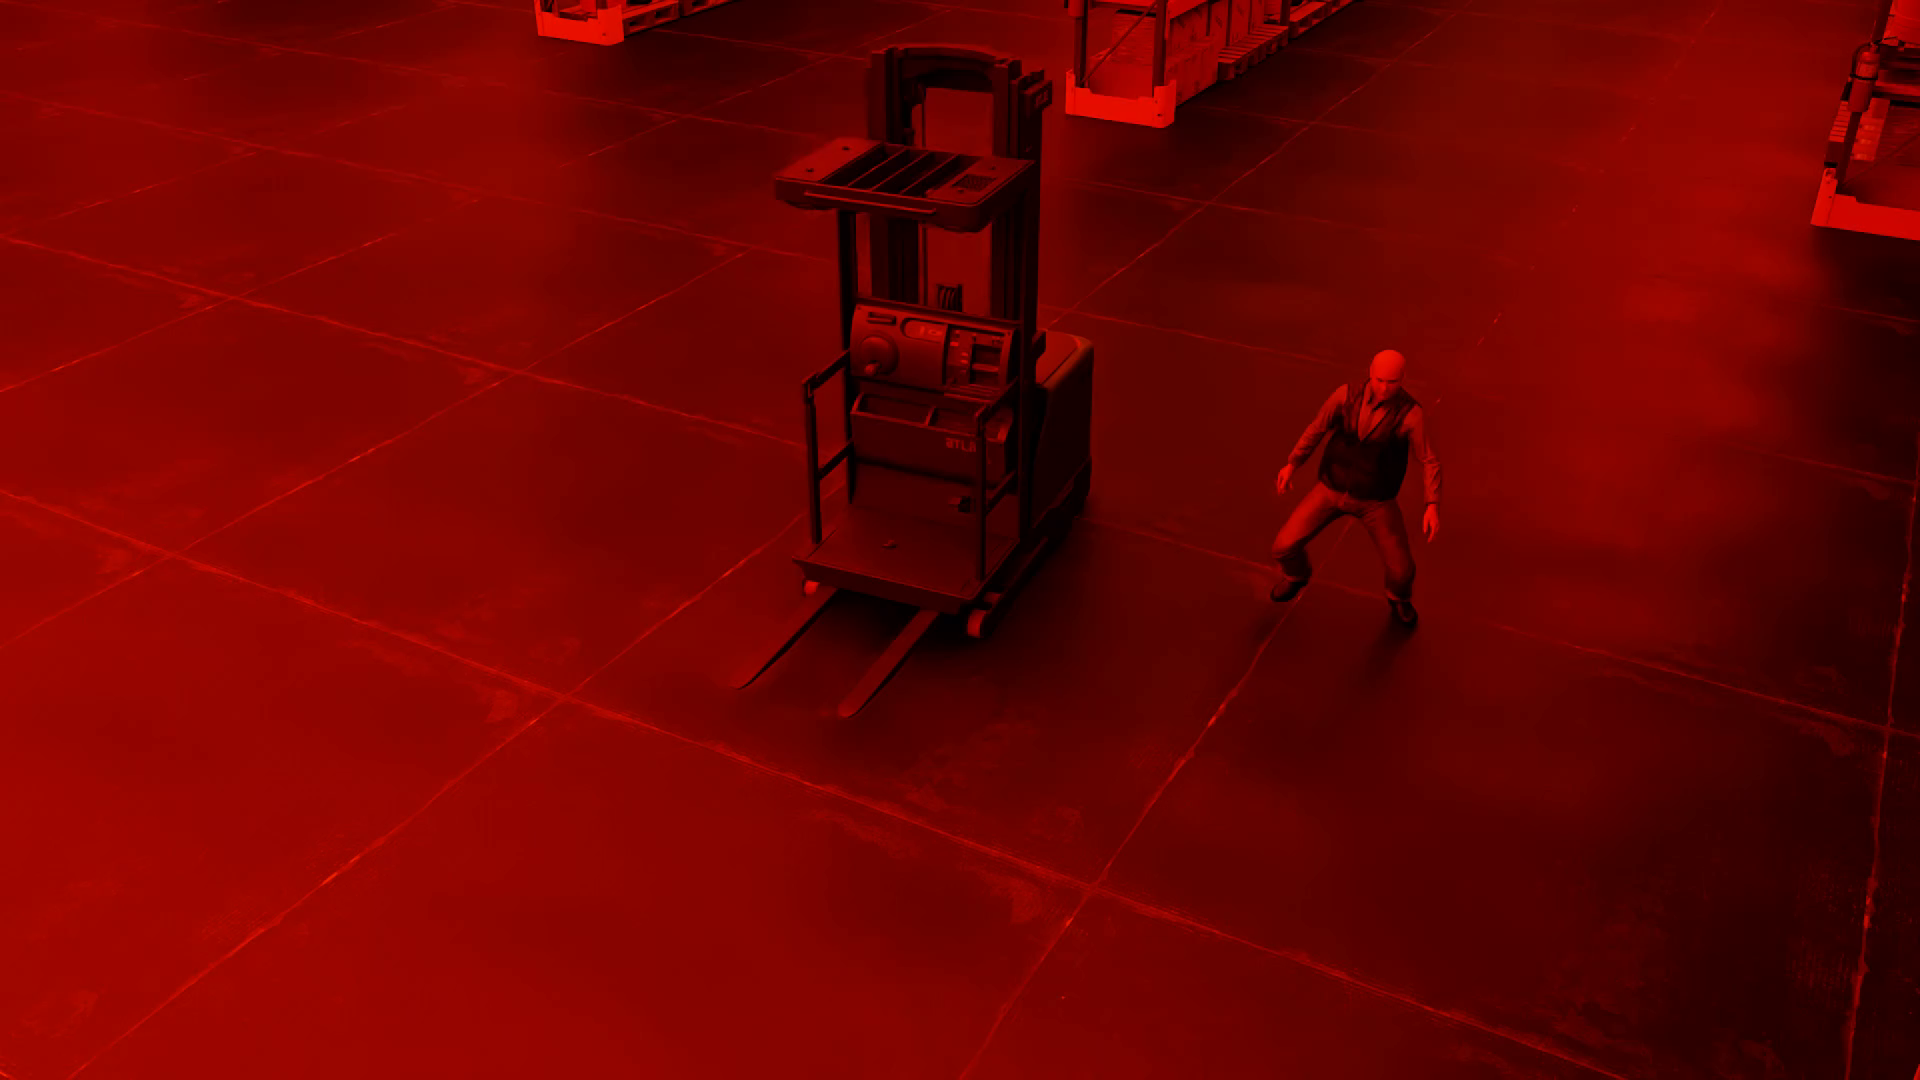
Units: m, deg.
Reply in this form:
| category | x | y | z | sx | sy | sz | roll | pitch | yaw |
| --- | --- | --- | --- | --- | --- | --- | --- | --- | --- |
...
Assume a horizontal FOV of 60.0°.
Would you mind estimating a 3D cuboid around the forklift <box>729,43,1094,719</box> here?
| category | x | y | z | sx | sy | sz | roll | pitch | yaw |
| --- | --- | --- | --- | --- | --- | --- | --- | --- | --- |
| forklift | -0.241 | -0.973 | 8.756 | 1.130 | 2.935 | 3.031 | 12 | 32 | 20 |

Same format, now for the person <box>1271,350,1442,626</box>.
| category | x | y | z | sx | sy | sz | roll | pitch | yaw |
| --- | --- | --- | --- | --- | --- | --- | --- | --- | --- |
| person | 2.138 | -0.266 | 8.865 | 0.925 | 1.581 | 0.630 | 17 | 34 | 26 |
